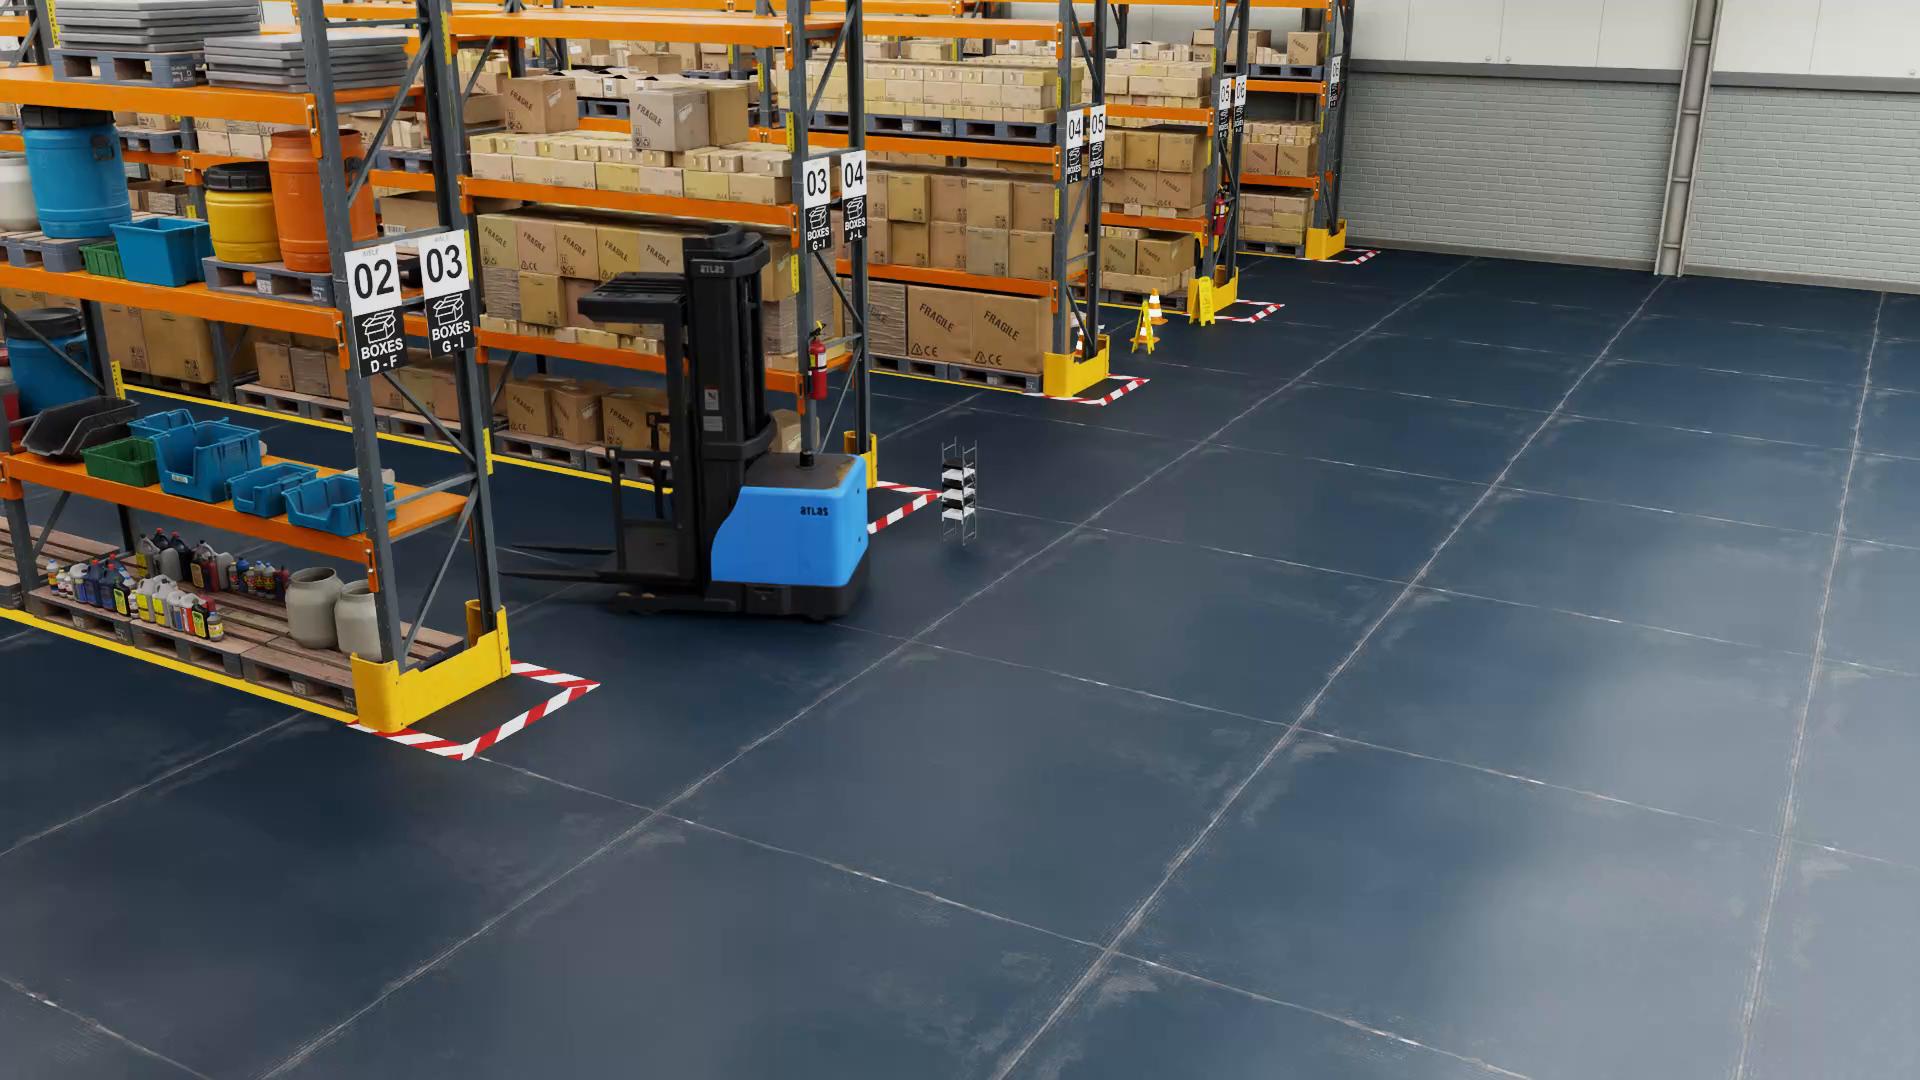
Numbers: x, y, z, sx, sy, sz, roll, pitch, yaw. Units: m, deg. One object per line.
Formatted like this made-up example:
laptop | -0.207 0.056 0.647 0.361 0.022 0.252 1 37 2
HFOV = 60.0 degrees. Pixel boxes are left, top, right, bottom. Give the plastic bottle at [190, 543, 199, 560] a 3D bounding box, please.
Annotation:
plastic bottle | -6.024 0.158 13.166 0.133 0.283 0.061 13 23 31

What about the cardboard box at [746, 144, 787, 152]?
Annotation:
cardboard box | -1.737 -3.508 15.171 0.250 0.149 0.380 10 22 26

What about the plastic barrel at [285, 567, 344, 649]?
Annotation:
plastic barrel | -4.614 0.488 11.952 0.421 0.512 0.421 0 20 0

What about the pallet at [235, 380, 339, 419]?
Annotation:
pallet | -7.452 -1.678 18.979 1.213 0.211 1.003 11 23 27

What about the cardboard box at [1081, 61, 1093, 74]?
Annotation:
cardboard box | 1.889 -6.619 23.312 0.250 0.149 0.380 11 23 29

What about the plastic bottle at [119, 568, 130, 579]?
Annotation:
plastic bottle | -6.369 0.342 12.677 0.097 0.271 0.097 0 20 0

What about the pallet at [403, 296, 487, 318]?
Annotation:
pallet | -5.238 -2.534 17.532 1.213 0.211 1.003 11 23 27

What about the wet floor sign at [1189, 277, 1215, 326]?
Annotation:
wet floor sign | 3.328 -3.282 22.765 0.267 0.644 0.232 -16 26 -38

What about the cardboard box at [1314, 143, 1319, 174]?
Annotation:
cardboard box | 5.804 -6.430 27.842 0.500 0.500 0.500 12 23 29

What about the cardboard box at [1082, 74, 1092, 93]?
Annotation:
cardboard box | 1.770 -6.476 23.501 0.500 0.250 0.500 11 23 28

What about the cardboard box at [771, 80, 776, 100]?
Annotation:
cardboard box | -2.540 -5.680 20.958 0.396 0.266 0.258 10 22 26

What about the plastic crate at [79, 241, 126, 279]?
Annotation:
plastic crate | -5.812 -1.947 11.543 0.450 0.188 0.336 11 23 27

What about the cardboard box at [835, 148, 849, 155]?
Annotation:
cardboard box | -1.663 -6.054 25.754 0.500 0.500 0.500 10 22 25

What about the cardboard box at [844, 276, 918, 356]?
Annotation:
cardboard box | -0.831 -2.838 20.589 0.875 0.875 0.875 11 23 28

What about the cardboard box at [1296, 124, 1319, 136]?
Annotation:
cardboard box | 5.685 -6.706 27.217 0.250 0.149 0.380 11 23 27

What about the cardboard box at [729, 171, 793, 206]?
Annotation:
cardboard box | -1.694 -3.133 14.722 0.500 0.250 0.500 11 23 29

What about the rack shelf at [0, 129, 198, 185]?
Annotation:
rack shelf | -9.880 -4.524 19.391 4.000 0.370 1.077 11 23 27

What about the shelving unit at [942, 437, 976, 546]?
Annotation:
shelving unit | -0.007 -0.424 14.513 0.210 0.900 0.258 11 23 27

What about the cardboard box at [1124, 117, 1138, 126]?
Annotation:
cardboard box | 3.024 -7.222 28.639 0.250 0.149 0.380 11 23 28

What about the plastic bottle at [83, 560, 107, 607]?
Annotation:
plastic bottle | -6.555 0.317 12.631 0.185 0.351 0.144 11 23 29

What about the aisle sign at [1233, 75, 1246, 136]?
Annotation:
aisle sign | 3.889 -6.043 23.112 0.004 0.787 0.394 11 23 27

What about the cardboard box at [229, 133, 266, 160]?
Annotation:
cardboard box | -7.400 -4.220 17.717 0.500 0.250 0.500 11 23 29

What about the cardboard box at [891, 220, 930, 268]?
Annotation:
cardboard box | -0.390 -3.659 20.130 0.500 0.550 0.875 11 23 27

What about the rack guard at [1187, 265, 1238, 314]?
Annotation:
rack guard | 3.617 -3.577 23.790 0.348 0.500 1.175 11 23 27

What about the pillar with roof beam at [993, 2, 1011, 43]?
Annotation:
pillar with roof beam | -1.405 -9.138 26.658 0.400 9.000 9.100 11 23 27

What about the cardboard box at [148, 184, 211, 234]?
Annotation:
cardboard box | -8.764 -3.764 19.024 0.637 0.503 0.797 12 23 29

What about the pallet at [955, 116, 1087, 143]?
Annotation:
pallet | 0.705 -4.737 19.055 1.213 0.211 1.003 11 23 27

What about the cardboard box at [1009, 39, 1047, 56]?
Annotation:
cardboard box | 1.188 -8.671 29.137 0.500 0.311 0.500 10 22 25

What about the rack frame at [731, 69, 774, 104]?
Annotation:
rack frame | -3.301 -6.070 26.996 0.127 3.000 1.000 11 23 27

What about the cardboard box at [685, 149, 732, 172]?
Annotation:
cardboard box | -2.237 -3.395 14.860 0.250 0.149 0.380 11 23 28

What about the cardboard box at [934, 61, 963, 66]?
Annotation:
cardboard box | -0.111 -5.564 19.642 0.250 0.149 0.380 11 23 28

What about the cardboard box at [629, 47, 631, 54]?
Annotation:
cardboard box | -6.411 -9.764 33.151 0.250 0.149 0.380 11 23 27

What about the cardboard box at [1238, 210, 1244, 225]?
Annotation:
cardboard box | 4.630 -5.511 28.141 0.500 0.250 0.500 10 22 26

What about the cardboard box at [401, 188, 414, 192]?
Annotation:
cardboard box | -7.633 -5.002 23.369 0.250 0.149 0.380 10 22 26

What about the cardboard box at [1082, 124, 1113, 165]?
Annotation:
cardboard box | 1.830 -5.681 23.876 0.500 0.500 0.700 11 22 27

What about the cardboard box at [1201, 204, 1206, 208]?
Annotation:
cardboard box | 3.488 -4.739 23.697 0.250 0.149 0.380 11 23 28

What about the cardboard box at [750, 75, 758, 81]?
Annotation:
cardboard box | -3.109 -7.259 26.244 0.250 0.149 0.380 11 23 27

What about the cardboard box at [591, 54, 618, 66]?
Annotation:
cardboard box | -5.859 -7.918 27.420 0.250 0.166 0.380 9 22 24

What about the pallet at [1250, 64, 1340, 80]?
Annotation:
pallet | 5.496 -7.711 27.253 1.213 0.211 1.003 11 23 27

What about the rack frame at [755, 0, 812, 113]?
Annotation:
rack frame | -2.134 -6.734 20.031 0.127 3.000 1.000 11 23 27

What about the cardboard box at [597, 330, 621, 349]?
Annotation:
cardboard box | -3.285 -1.965 16.050 0.250 0.149 0.380 11 23 27

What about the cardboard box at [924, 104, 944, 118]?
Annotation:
cardboard box | -0.207 -4.951 19.120 0.250 0.149 0.380 11 23 28

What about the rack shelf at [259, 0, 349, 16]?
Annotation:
rack shelf | -10.865 -8.057 24.739 4.000 0.370 1.077 11 23 27

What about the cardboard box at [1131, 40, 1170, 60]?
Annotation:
cardboard box | 3.216 -8.284 28.072 0.500 0.311 0.500 11 23 28

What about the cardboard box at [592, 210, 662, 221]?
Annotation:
cardboard box | -3.241 -2.952 16.353 0.500 0.500 0.500 11 23 27

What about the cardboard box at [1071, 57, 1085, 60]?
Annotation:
cardboard box | 1.740 -6.888 24.052 0.250 0.149 0.380 11 23 28

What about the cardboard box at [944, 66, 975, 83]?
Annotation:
cardboard box | 0.013 -5.284 18.869 0.250 0.149 0.380 11 23 28

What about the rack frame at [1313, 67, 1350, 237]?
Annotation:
rack frame | 6.101 -6.217 27.404 0.127 3.000 1.000 11 23 27

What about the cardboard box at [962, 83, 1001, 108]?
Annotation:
cardboard box | 0.358 -5.054 18.820 0.500 0.250 0.500 11 23 27

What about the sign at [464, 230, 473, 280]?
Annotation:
sign | -3.293 -1.892 11.067 0.005 0.325 0.100 11 23 27

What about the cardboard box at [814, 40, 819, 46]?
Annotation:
cardboard box | -2.702 -9.479 31.602 0.250 0.149 0.380 11 23 28

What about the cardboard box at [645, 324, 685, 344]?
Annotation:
cardboard box | -2.527 -2.219 15.798 0.500 0.500 0.875 11 23 27

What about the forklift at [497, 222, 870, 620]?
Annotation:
forklift | -2.304 -0.965 13.024 3.031 2.935 1.130 3 20 7

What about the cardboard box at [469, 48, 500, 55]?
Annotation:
cardboard box | -6.537 -6.662 22.961 0.258 0.266 0.396 11 23 27

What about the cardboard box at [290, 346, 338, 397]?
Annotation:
cardboard box | -7.048 -1.957 18.680 0.500 0.500 0.700 9 22 23

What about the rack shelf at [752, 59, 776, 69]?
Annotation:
rack shelf | -2.629 -8.952 31.600 4.000 0.370 1.077 11 23 27

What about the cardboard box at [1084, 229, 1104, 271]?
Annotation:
cardboard box | 1.962 -4.224 24.225 0.500 0.500 0.500 10 22 26
